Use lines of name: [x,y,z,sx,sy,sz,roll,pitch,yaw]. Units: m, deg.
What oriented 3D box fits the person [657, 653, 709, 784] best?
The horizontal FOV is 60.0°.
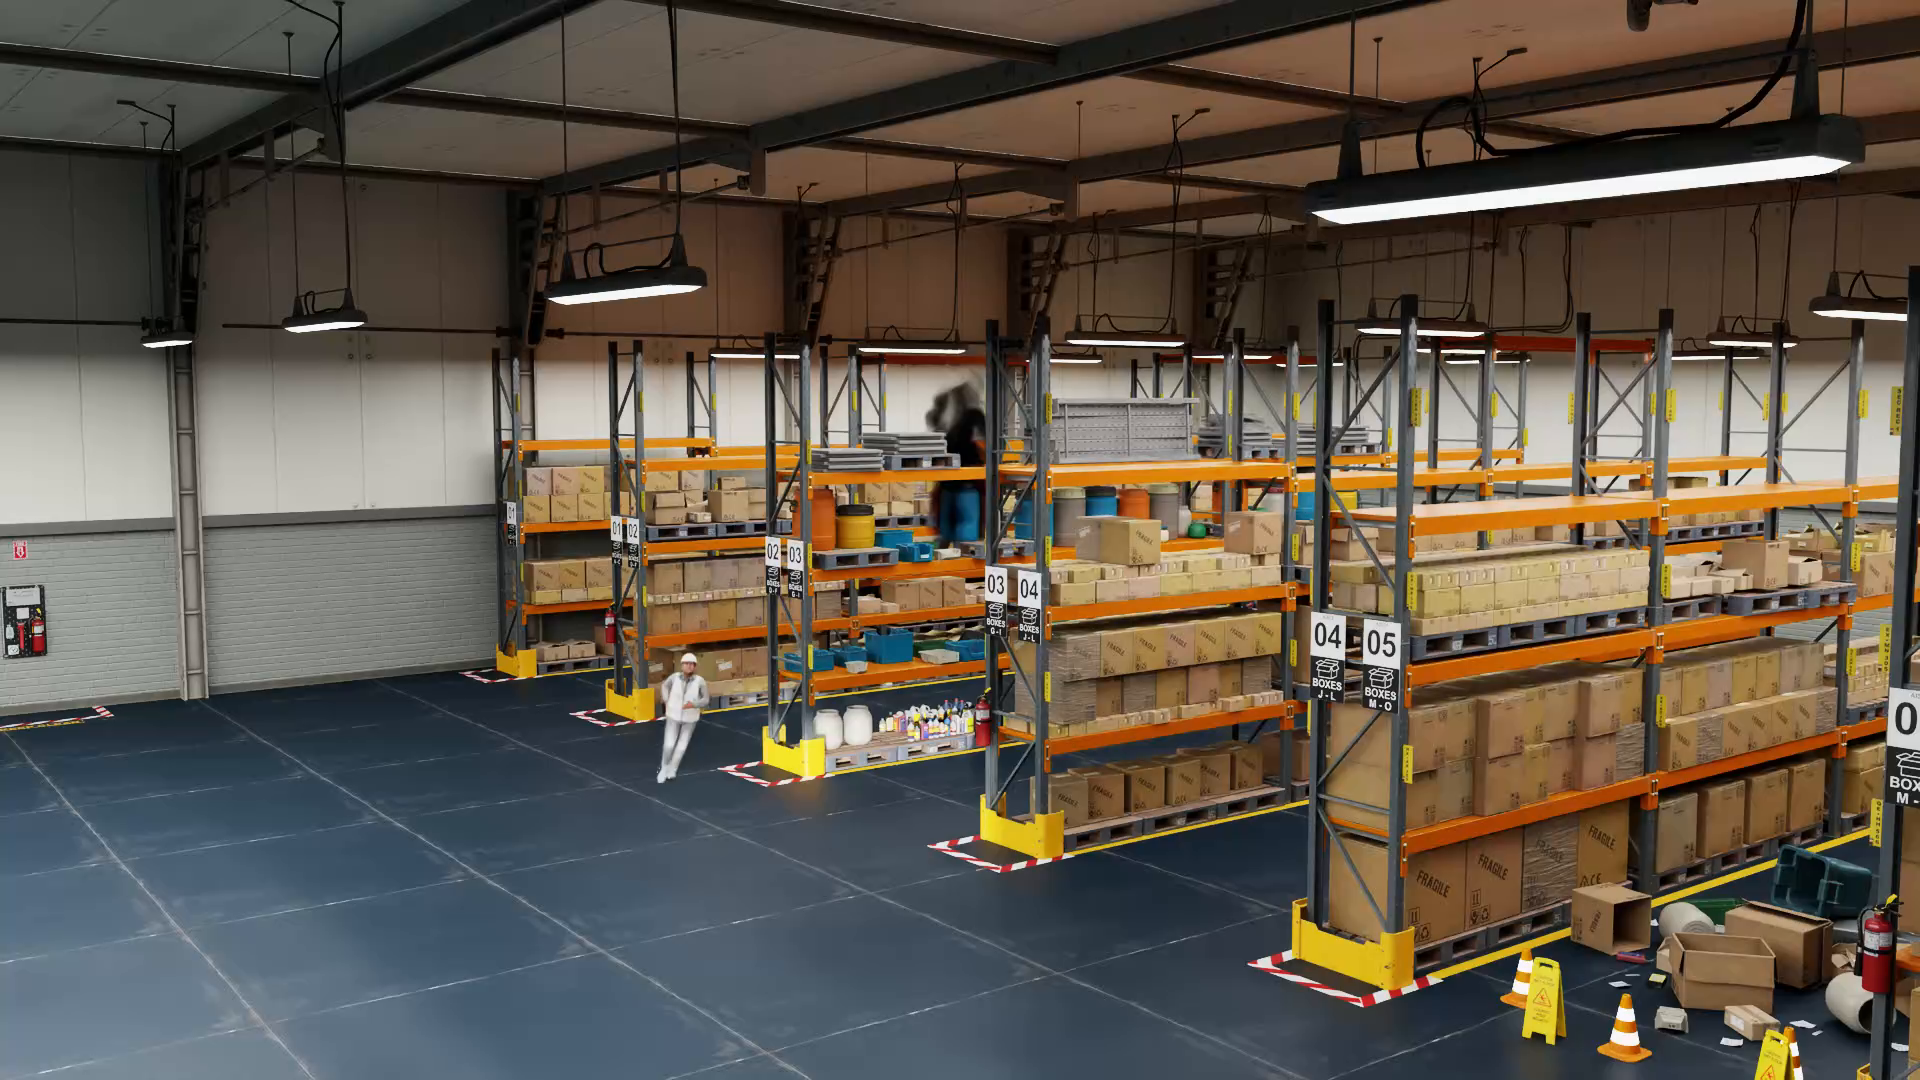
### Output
person: [-3.680,2.363,22.080,0.706,1.746,0.664,-1,5,-7]
